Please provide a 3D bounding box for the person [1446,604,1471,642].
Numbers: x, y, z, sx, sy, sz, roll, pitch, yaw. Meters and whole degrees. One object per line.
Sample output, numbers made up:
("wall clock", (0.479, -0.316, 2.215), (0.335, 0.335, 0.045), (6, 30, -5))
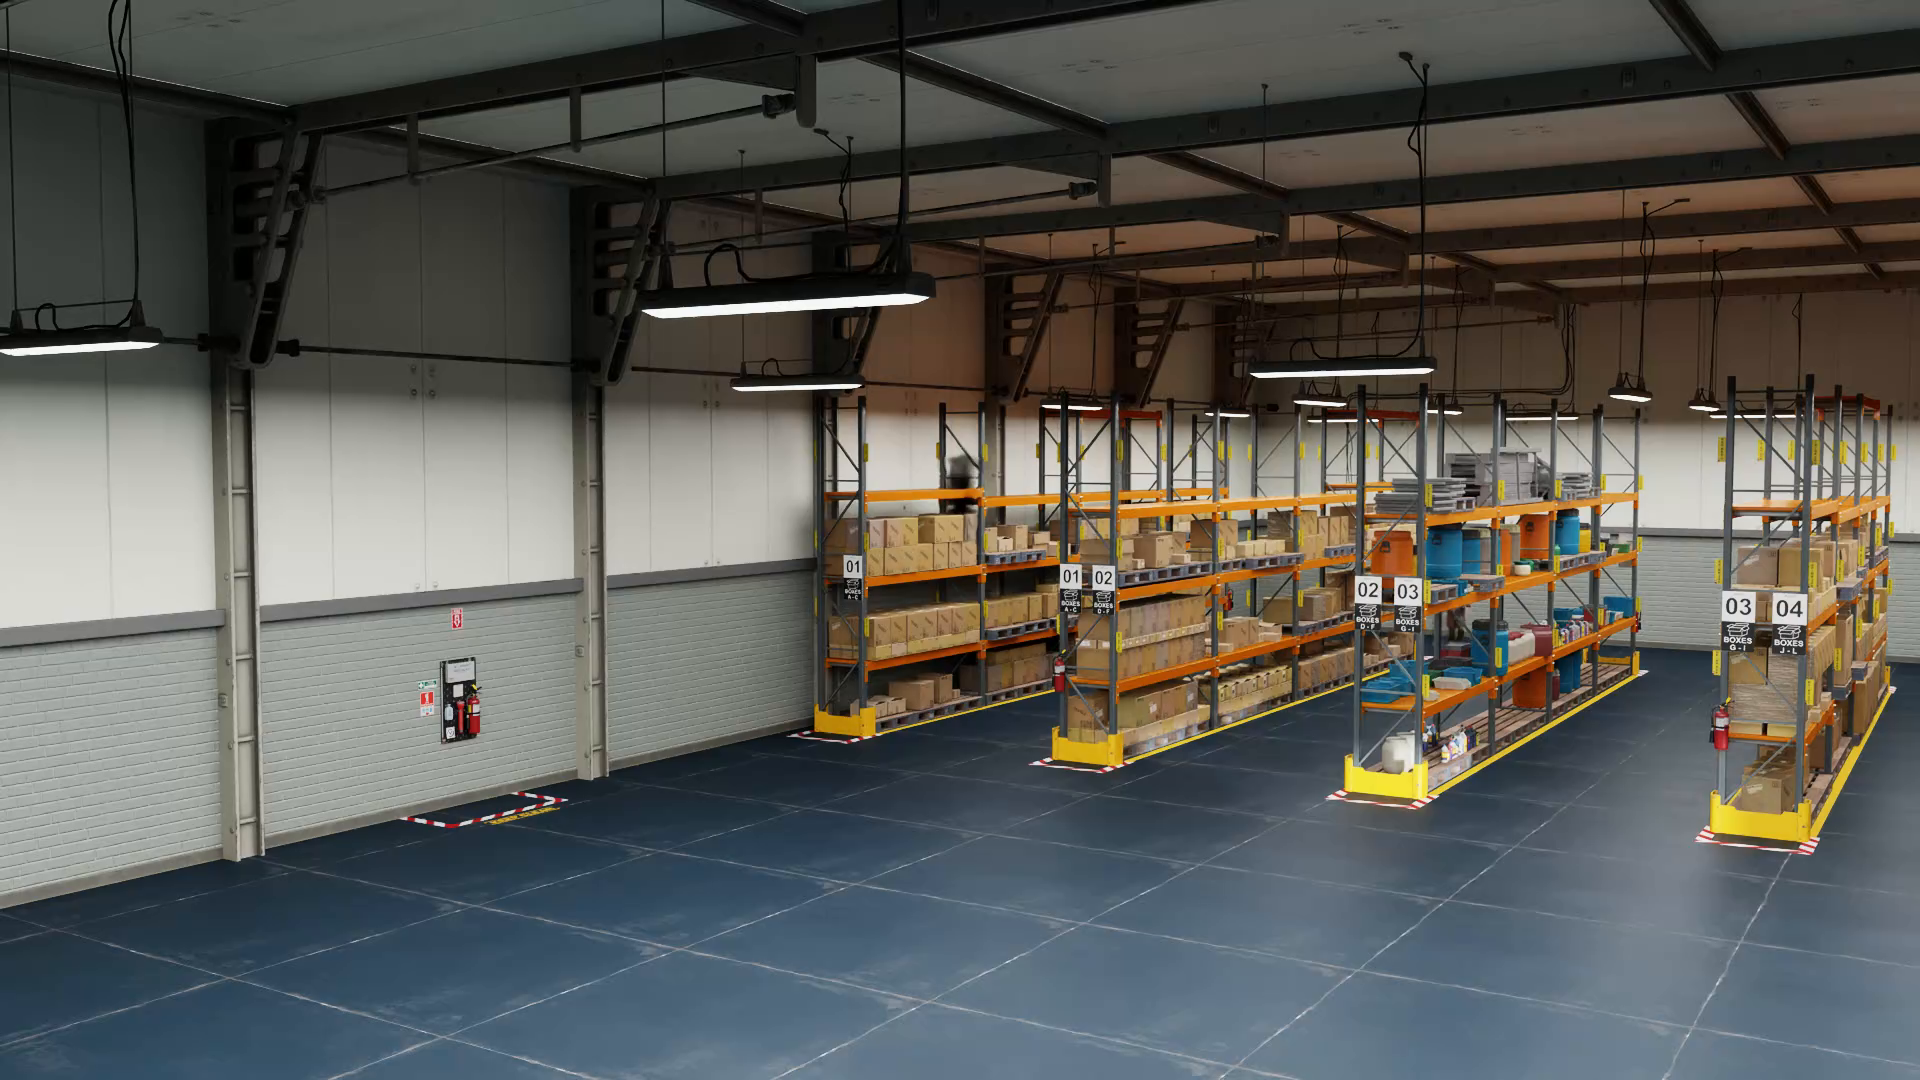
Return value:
("person", (12.393, 2.004, 41.519), (0.747, 1.778, 1.035), (0, 3, 1))
